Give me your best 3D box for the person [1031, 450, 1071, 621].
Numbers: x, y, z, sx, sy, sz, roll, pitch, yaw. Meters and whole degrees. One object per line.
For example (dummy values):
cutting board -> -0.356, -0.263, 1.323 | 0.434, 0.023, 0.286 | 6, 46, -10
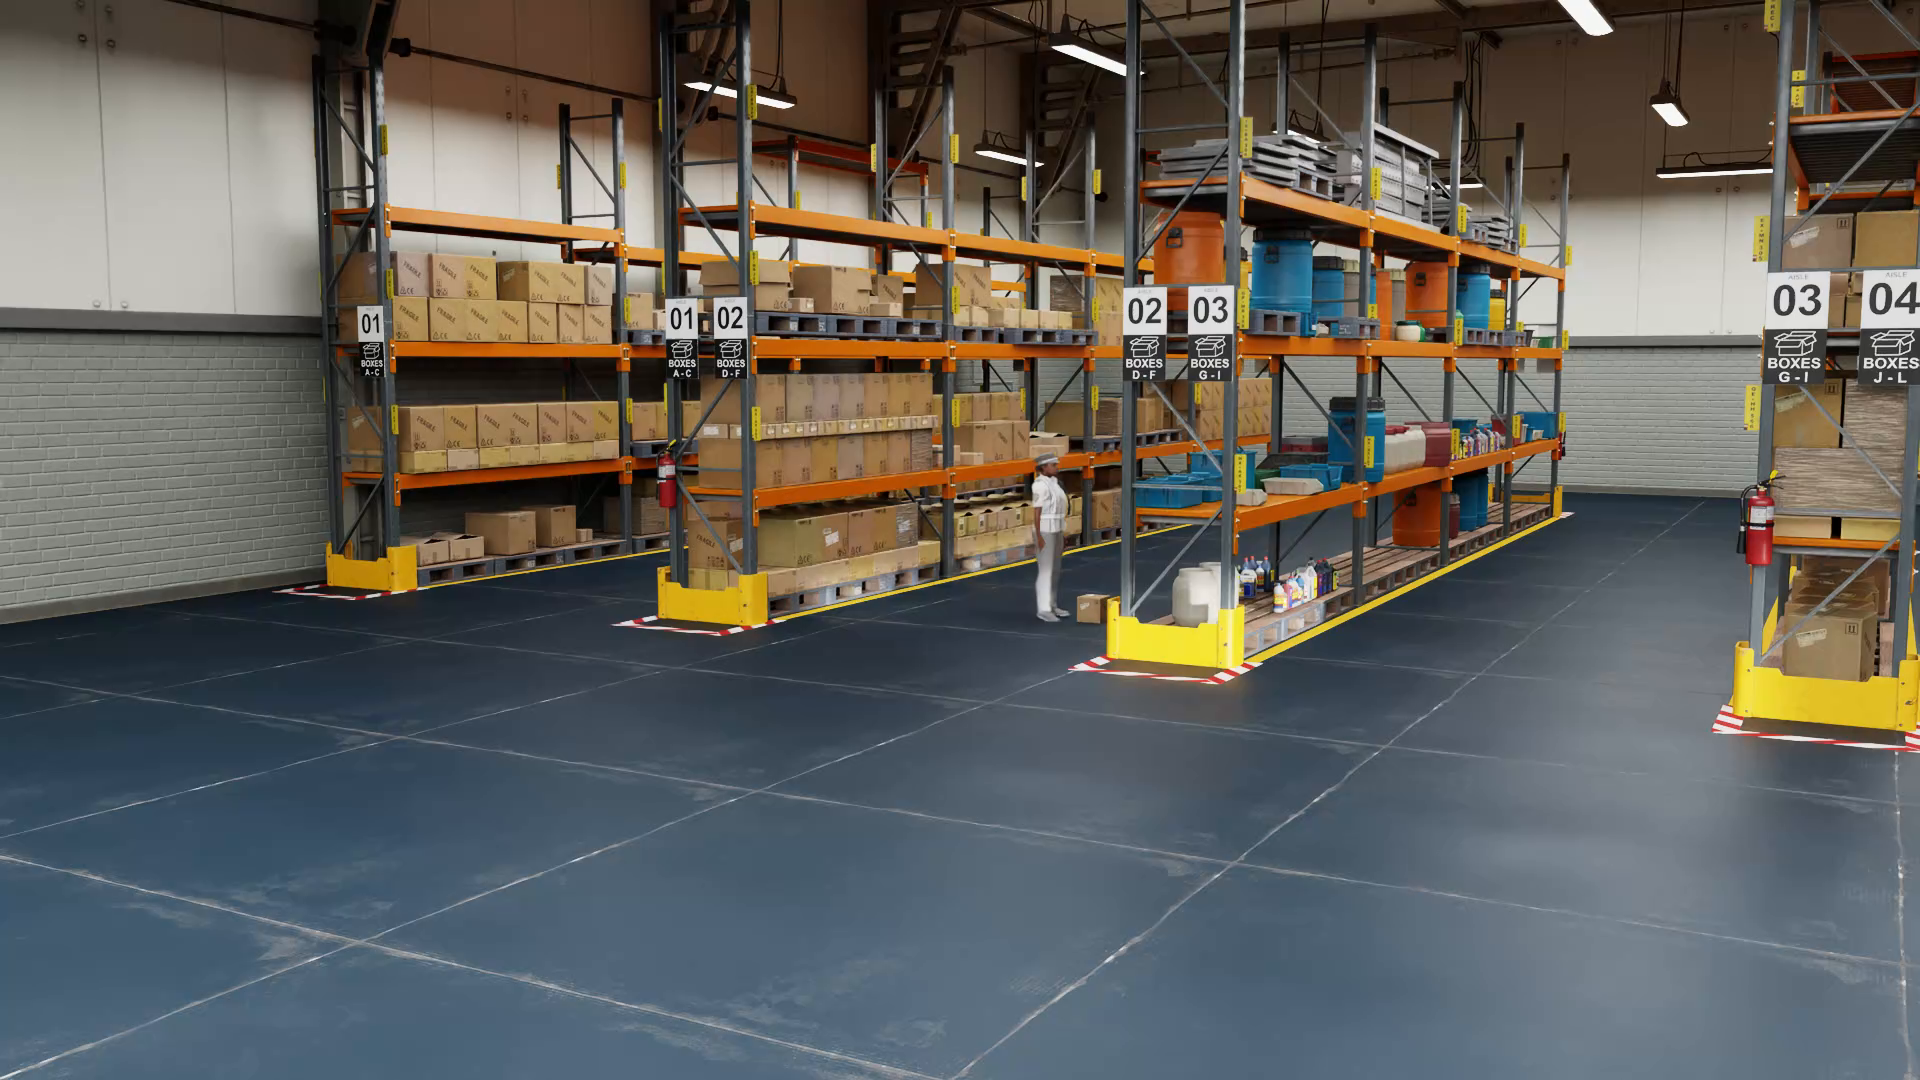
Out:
person -> 0.927, -0.041, 16.738 | 0.391, 1.724, 0.451 | 3, 7, 29
